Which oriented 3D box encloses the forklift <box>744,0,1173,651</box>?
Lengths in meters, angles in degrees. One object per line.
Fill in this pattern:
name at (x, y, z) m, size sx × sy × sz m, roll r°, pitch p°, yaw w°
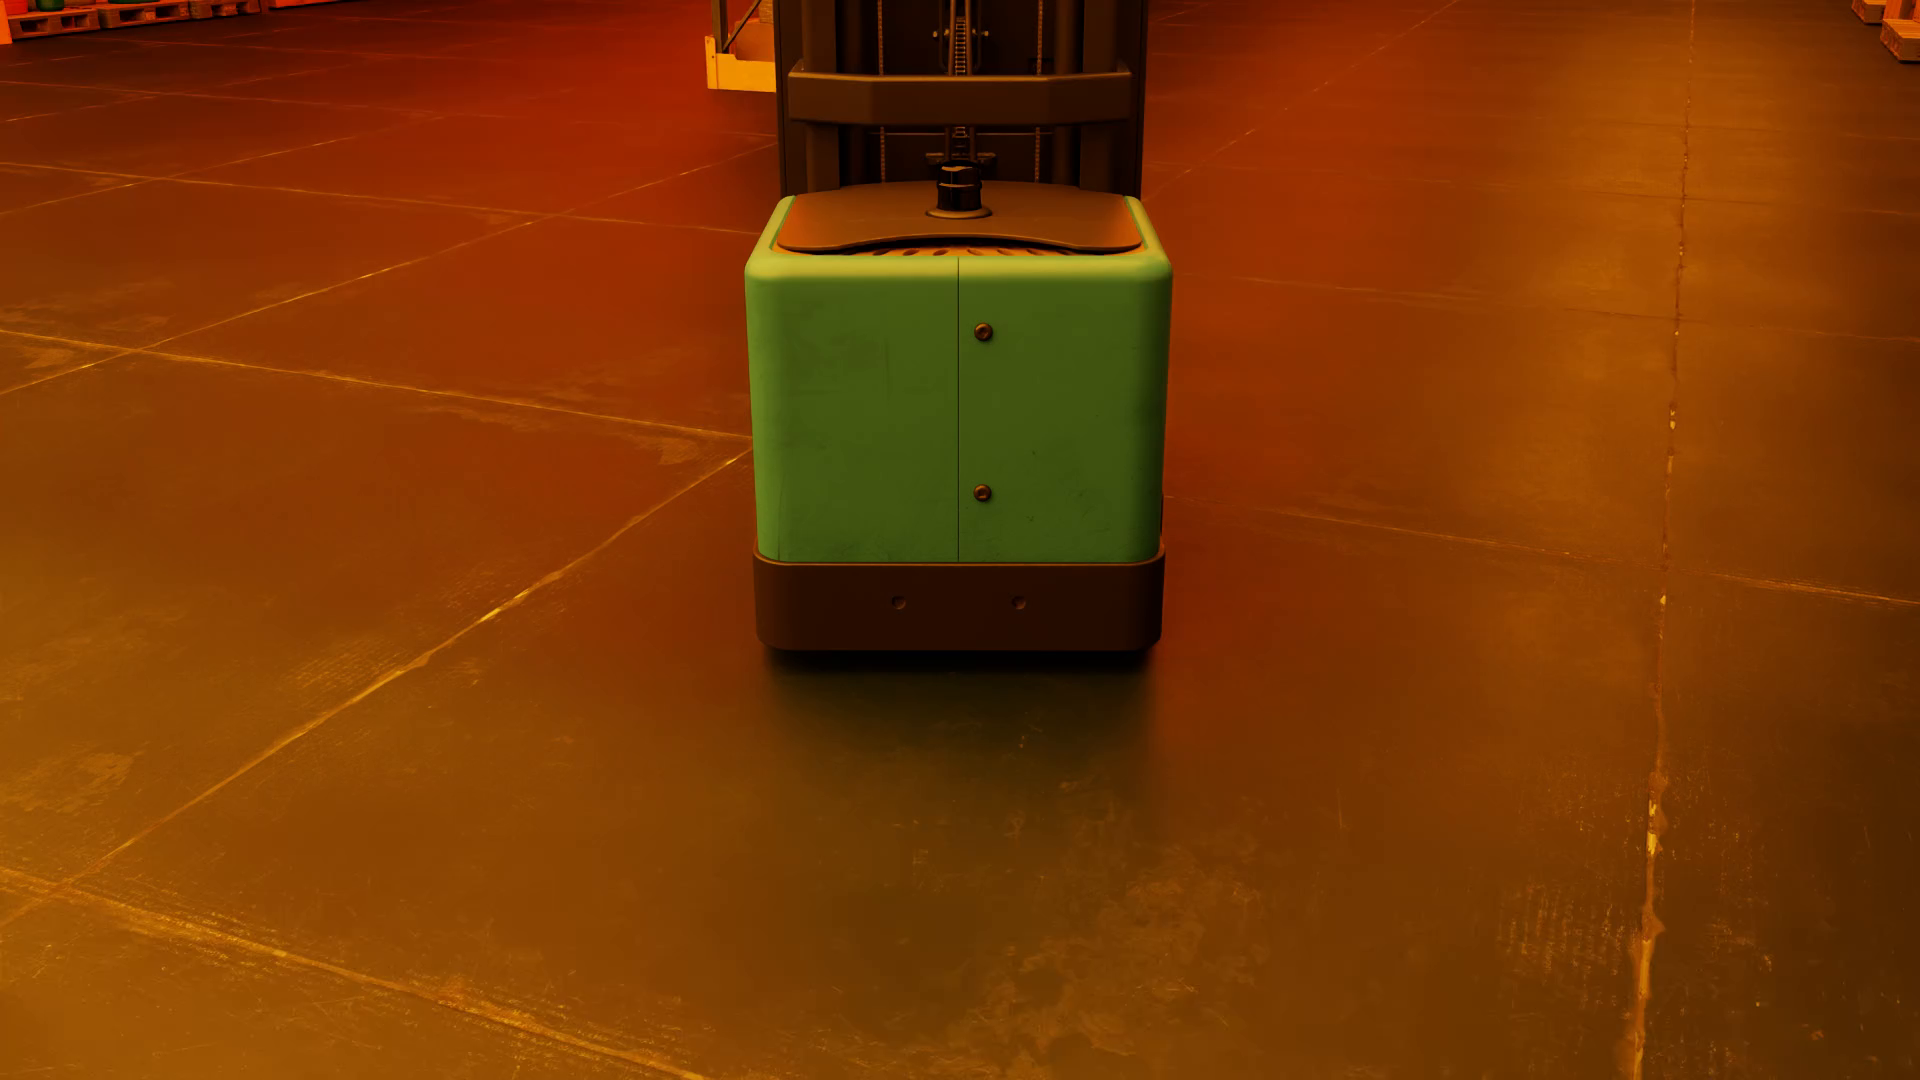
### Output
forklift at (0.002, -1.587, 5.089) m, size 1.130 × 2.935 × 3.031 m, roll 0°, pitch 23°, yaw 0°
